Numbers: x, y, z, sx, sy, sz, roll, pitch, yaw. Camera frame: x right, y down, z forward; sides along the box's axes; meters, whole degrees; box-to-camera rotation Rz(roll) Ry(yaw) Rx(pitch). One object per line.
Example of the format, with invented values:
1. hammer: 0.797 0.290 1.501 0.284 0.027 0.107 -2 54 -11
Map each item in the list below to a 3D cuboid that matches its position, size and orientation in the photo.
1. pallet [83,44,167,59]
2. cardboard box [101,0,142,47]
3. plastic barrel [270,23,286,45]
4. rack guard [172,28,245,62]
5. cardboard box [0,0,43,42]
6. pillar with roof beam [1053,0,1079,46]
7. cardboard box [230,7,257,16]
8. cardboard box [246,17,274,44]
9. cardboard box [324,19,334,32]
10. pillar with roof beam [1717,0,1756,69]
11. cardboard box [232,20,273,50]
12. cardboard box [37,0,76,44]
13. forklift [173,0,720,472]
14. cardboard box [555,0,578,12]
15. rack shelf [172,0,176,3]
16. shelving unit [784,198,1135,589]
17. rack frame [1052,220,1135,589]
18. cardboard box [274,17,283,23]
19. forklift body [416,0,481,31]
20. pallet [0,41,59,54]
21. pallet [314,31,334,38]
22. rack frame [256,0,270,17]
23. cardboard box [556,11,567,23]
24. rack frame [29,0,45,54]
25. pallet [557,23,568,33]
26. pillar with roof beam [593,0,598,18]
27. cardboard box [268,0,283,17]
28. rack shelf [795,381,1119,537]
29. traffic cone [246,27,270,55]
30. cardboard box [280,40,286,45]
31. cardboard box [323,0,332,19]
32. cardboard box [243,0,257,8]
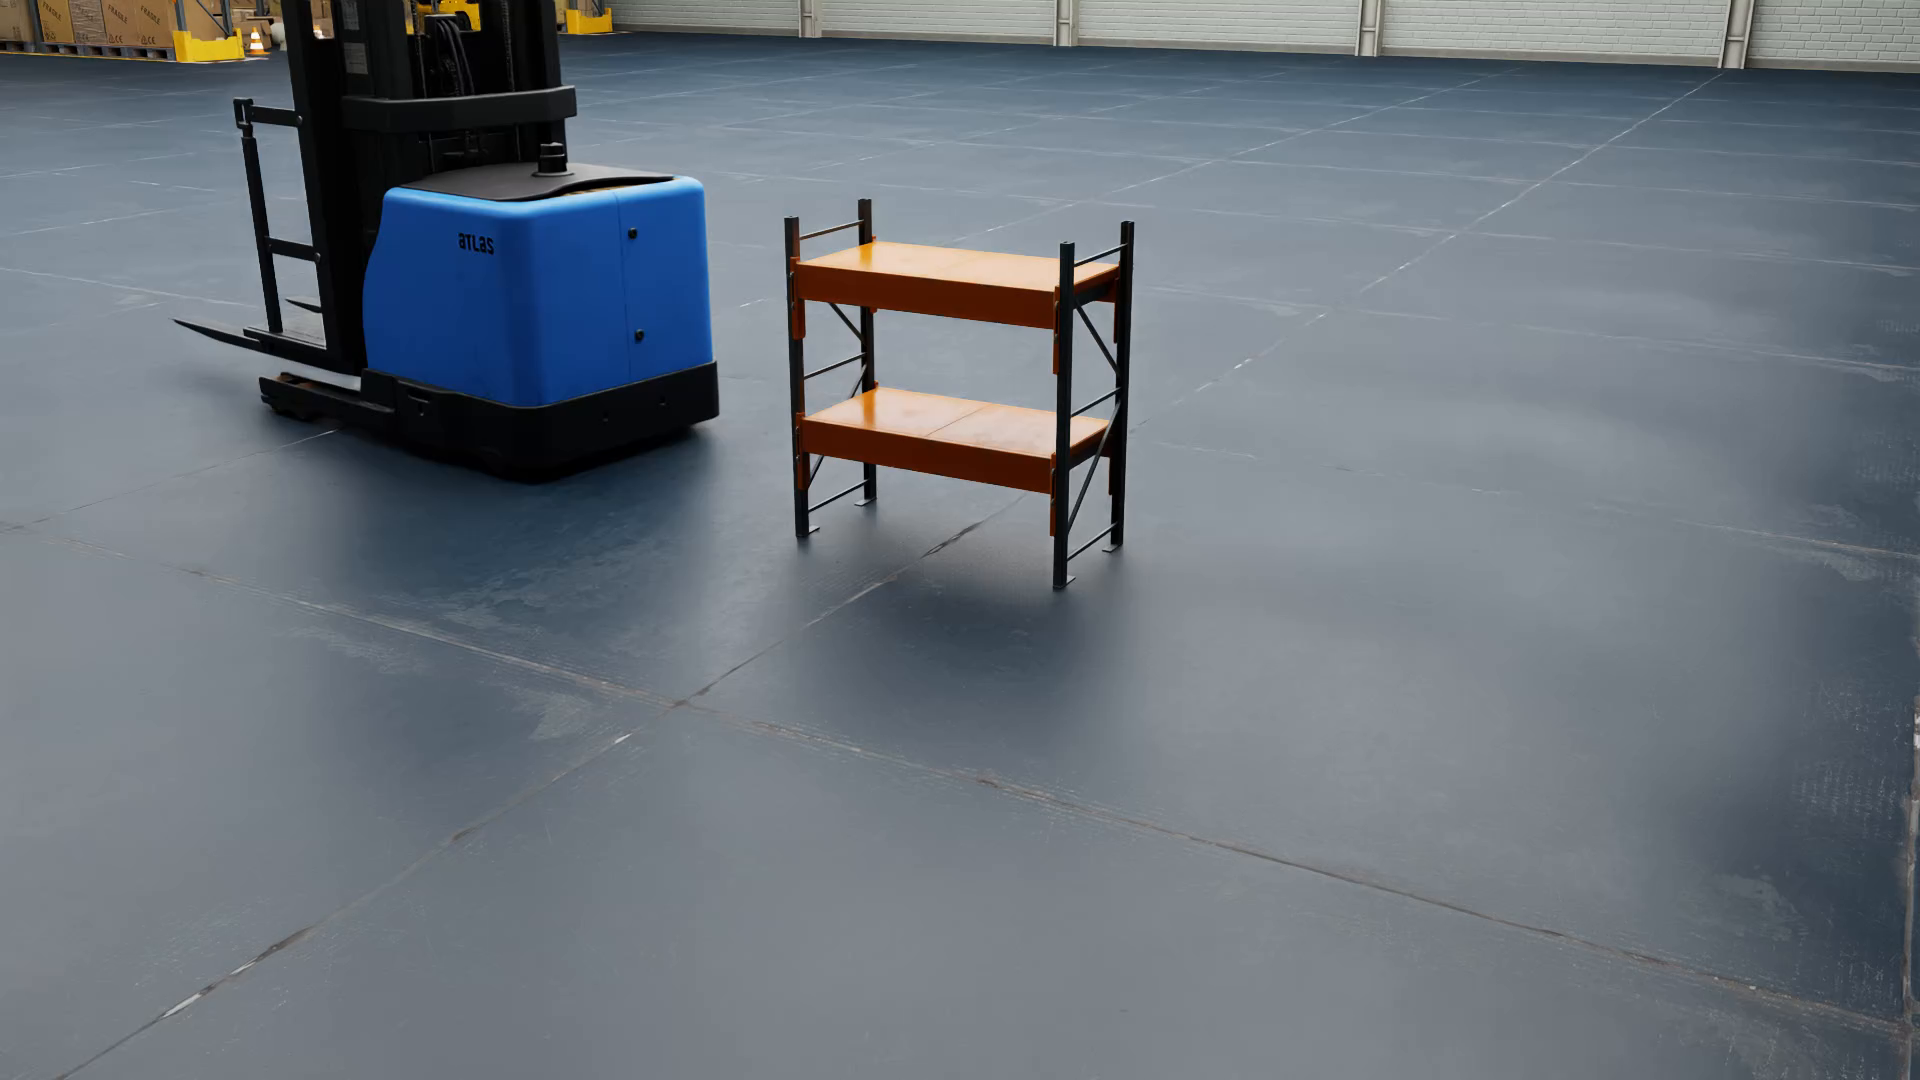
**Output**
1. pallet: -14.779 -8.730 29.622 1.213 0.211 1.003 11 23 27
2. cardboard box: -14.375 -9.165 29.233 0.875 0.875 0.875 10 22 26
3. plastic barrel: -13.197 -9.900 32.536 0.512 0.421 0.421 -7 21 -20
4. rack guard: -12.960 -8.549 28.699 0.348 0.500 1.175 11 23 27
5. cardboard box: -17.059 -9.609 30.640 0.750 0.750 1.050 11 23 27
6. pillar with roof beam: -0.030 -12.624 27.469 0.400 9.000 9.100 11 23 27
7. cardboard box: -15.236 -11.051 35.168 0.625 0.372 0.950 12 23 31
8. cardboard box: -13.876 -10.126 33.044 0.500 0.500 0.500 -7 21 -20
9. cardboard box: -12.400 -10.351 33.419 0.500 0.250 0.500 10 22 25
10. pillar with roof beam: 10.446 -10.628 21.968 0.400 9.000 9.100 11 23 27
11. cardboard box: -13.424 -9.583 31.546 0.637 0.503 0.797 -4 20 -10
12. cardboard box: -15.959 -9.466 30.063 0.875 0.875 0.875 11 23 28
13. forklift: -2.503 -2.033 7.172 3.031 2.935 1.130 15 25 36
14. cardboard box: -8.816 -11.824 36.747 0.500 0.250 0.500 10 22 27
15. rack shelf: -14.728 -9.722 29.323 4.000 0.370 1.077 11 23 27
16. shelving unit: -0.006 -0.530 5.676 1.048 1.125 0.538 11 23 27
17. rack frame: 0.438 -0.445 5.443 0.032 1.125 0.500 11 23 27
18. cardboard box: -13.764 -10.610 34.132 0.500 0.250 0.500 10 22 25
19. forklift body: -10.783 -12.070 35.985 1.214 2.155 2.313 11 23 27
20. pallet: -17.184 -9.188 30.885 1.213 0.211 1.003 11 23 27
21. pallet: -12.475 -10.269 33.865 1.213 0.211 1.003 11 23 27
22. rack frame: -14.148 -11.883 34.226 0.127 3.000 1.000 11 23 27
23. cardboard box: -8.802 -11.585 36.821 0.500 0.250 0.500 11 23 28
24. rack frame: -16.474 -10.393 30.118 0.127 3.000 1.000 11 23 27
25. pallet: -8.926 -11.500 37.260 1.213 0.211 1.003 11 23 27
26. pillar with roof beam: -10.506 -14.619 32.971 0.400 9.000 9.100 11 23 27
27. cardboard box: -13.764 -10.962 34.004 0.500 0.500 0.500 12 23 30
28. rack shelf: -0.006 -0.300 5.760 1.000 0.278 0.538 11 23 27
29. traffic cone: -12.753 -9.046 30.125 0.334 0.463 0.336 11 23 27
30. cardboard box: -12.784 -9.495 31.821 0.380 0.149 0.250 -11 23 -29
31. cardboard box: -12.377 -10.703 33.289 0.500 0.500 0.500 10 22 26
32. cardboard box: -17.499 -13.397 41.449 0.500 0.500 0.500 10 22 26
